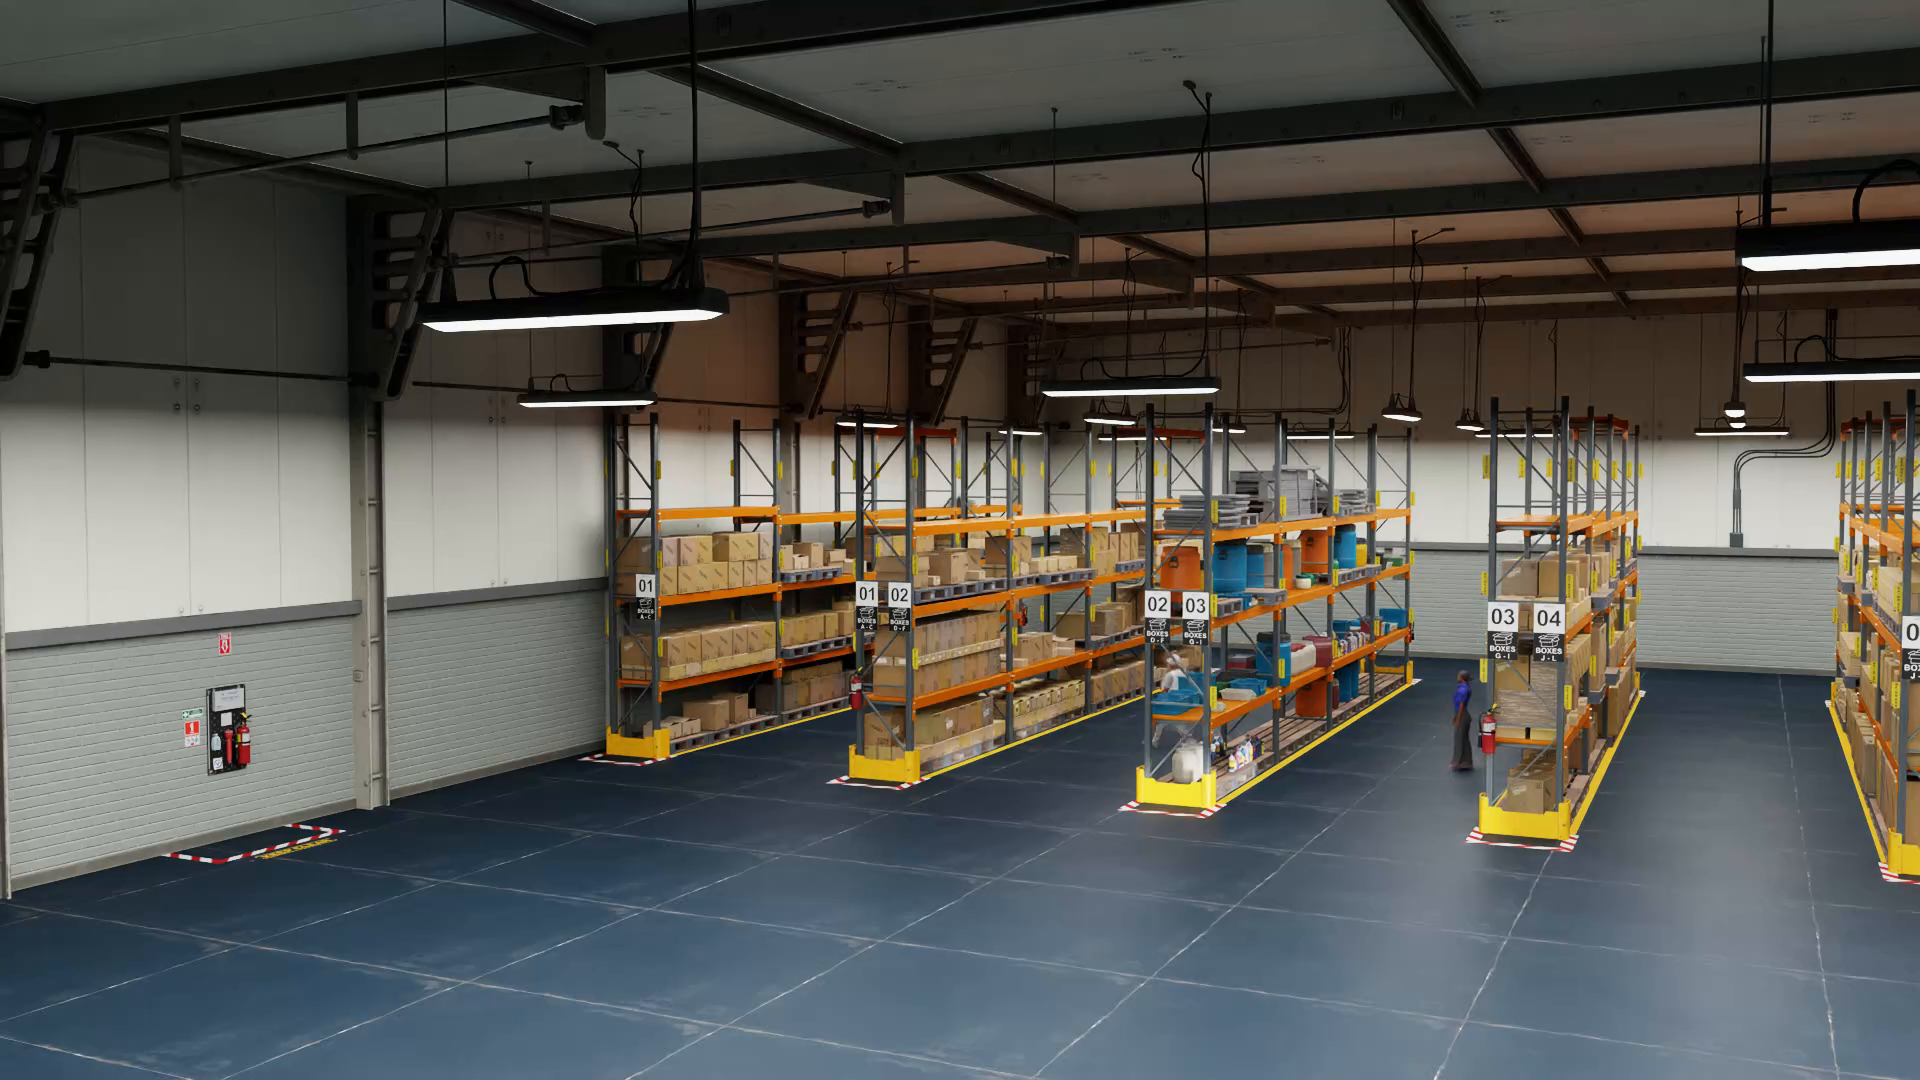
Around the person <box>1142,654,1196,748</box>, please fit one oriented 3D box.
[{"bbox_3d":[3.752,2.893,29.669,0.947,1.728,0.604,0,2,-4],"label":"person"}]

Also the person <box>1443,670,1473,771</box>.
[{"bbox_3d":[8.338,3.007,27.829,0.513,1.677,0.467,0,2,8],"label":"person"}]
